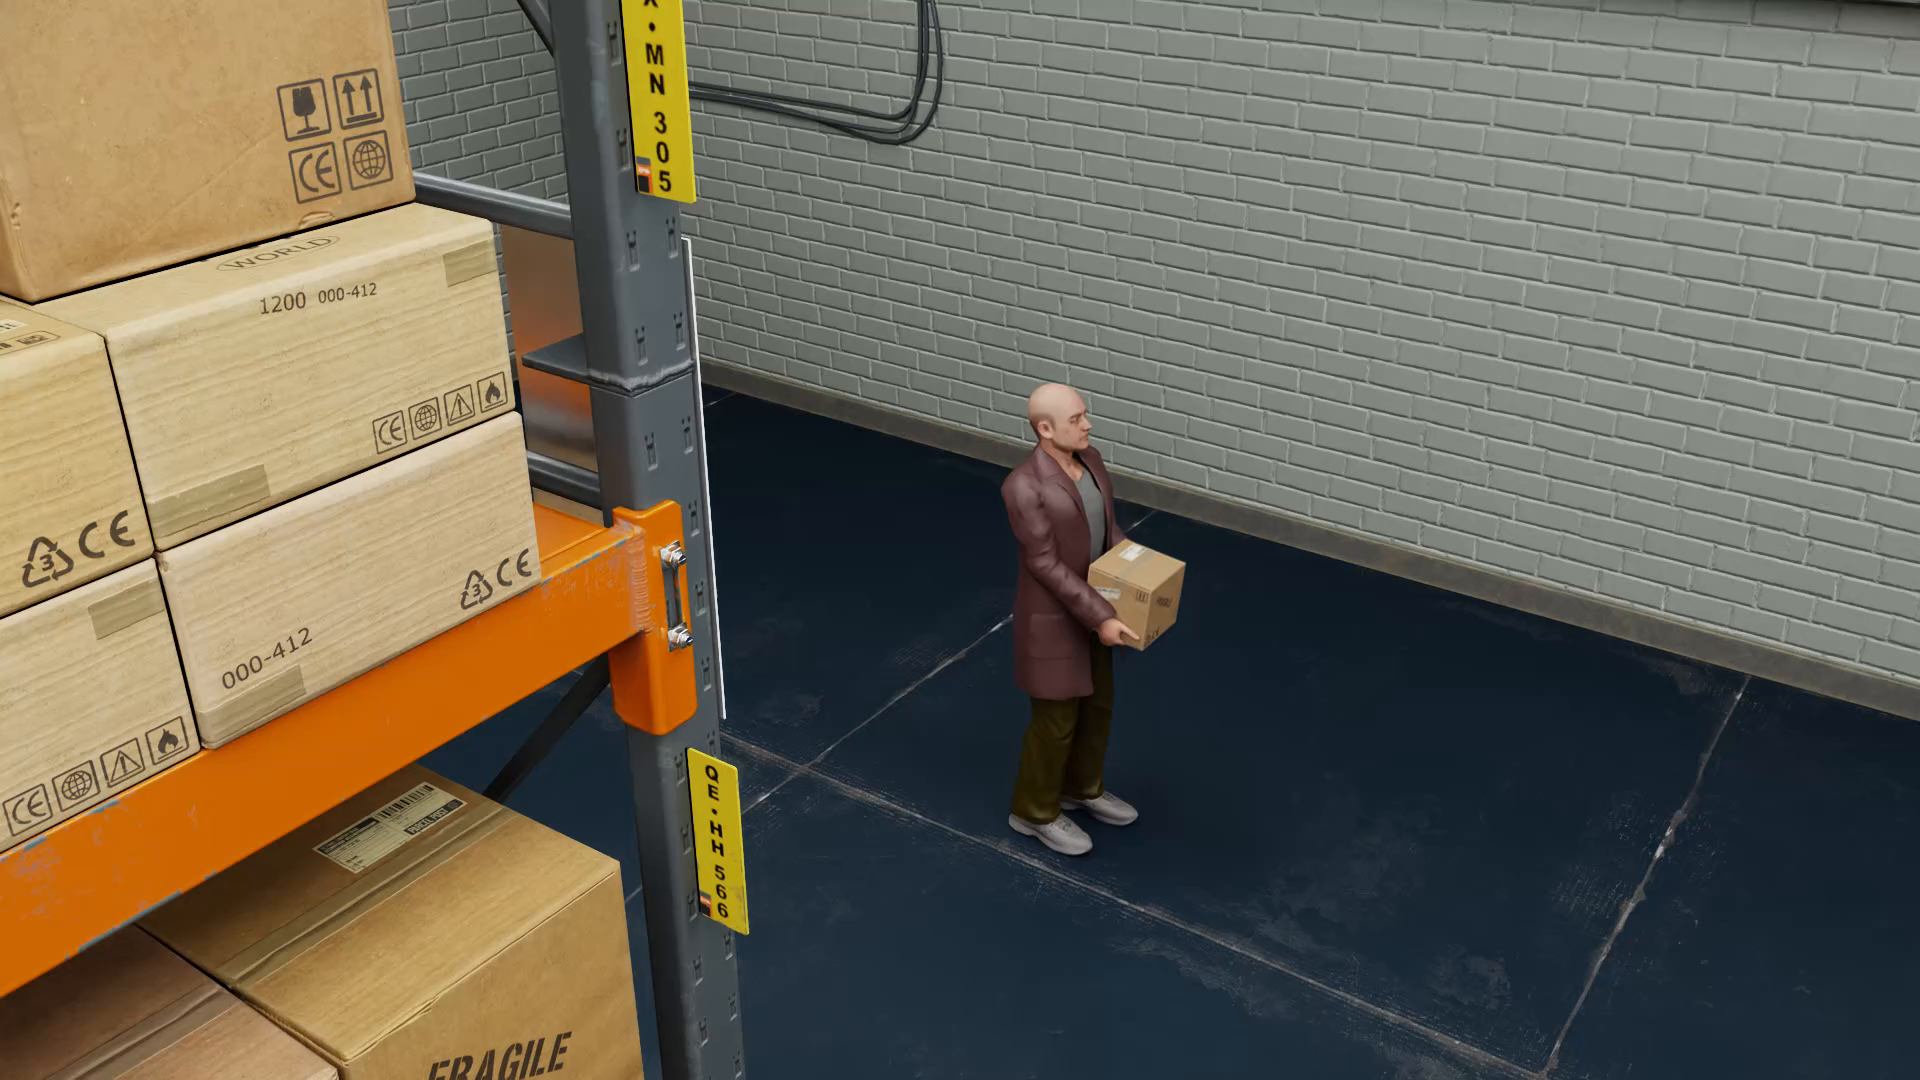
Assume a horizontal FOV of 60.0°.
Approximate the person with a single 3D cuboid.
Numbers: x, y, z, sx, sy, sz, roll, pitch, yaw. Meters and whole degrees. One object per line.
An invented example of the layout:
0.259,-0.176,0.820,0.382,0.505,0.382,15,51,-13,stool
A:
0.467,0.307,6.024,0.561,1.769,0.530,17,31,31,person
